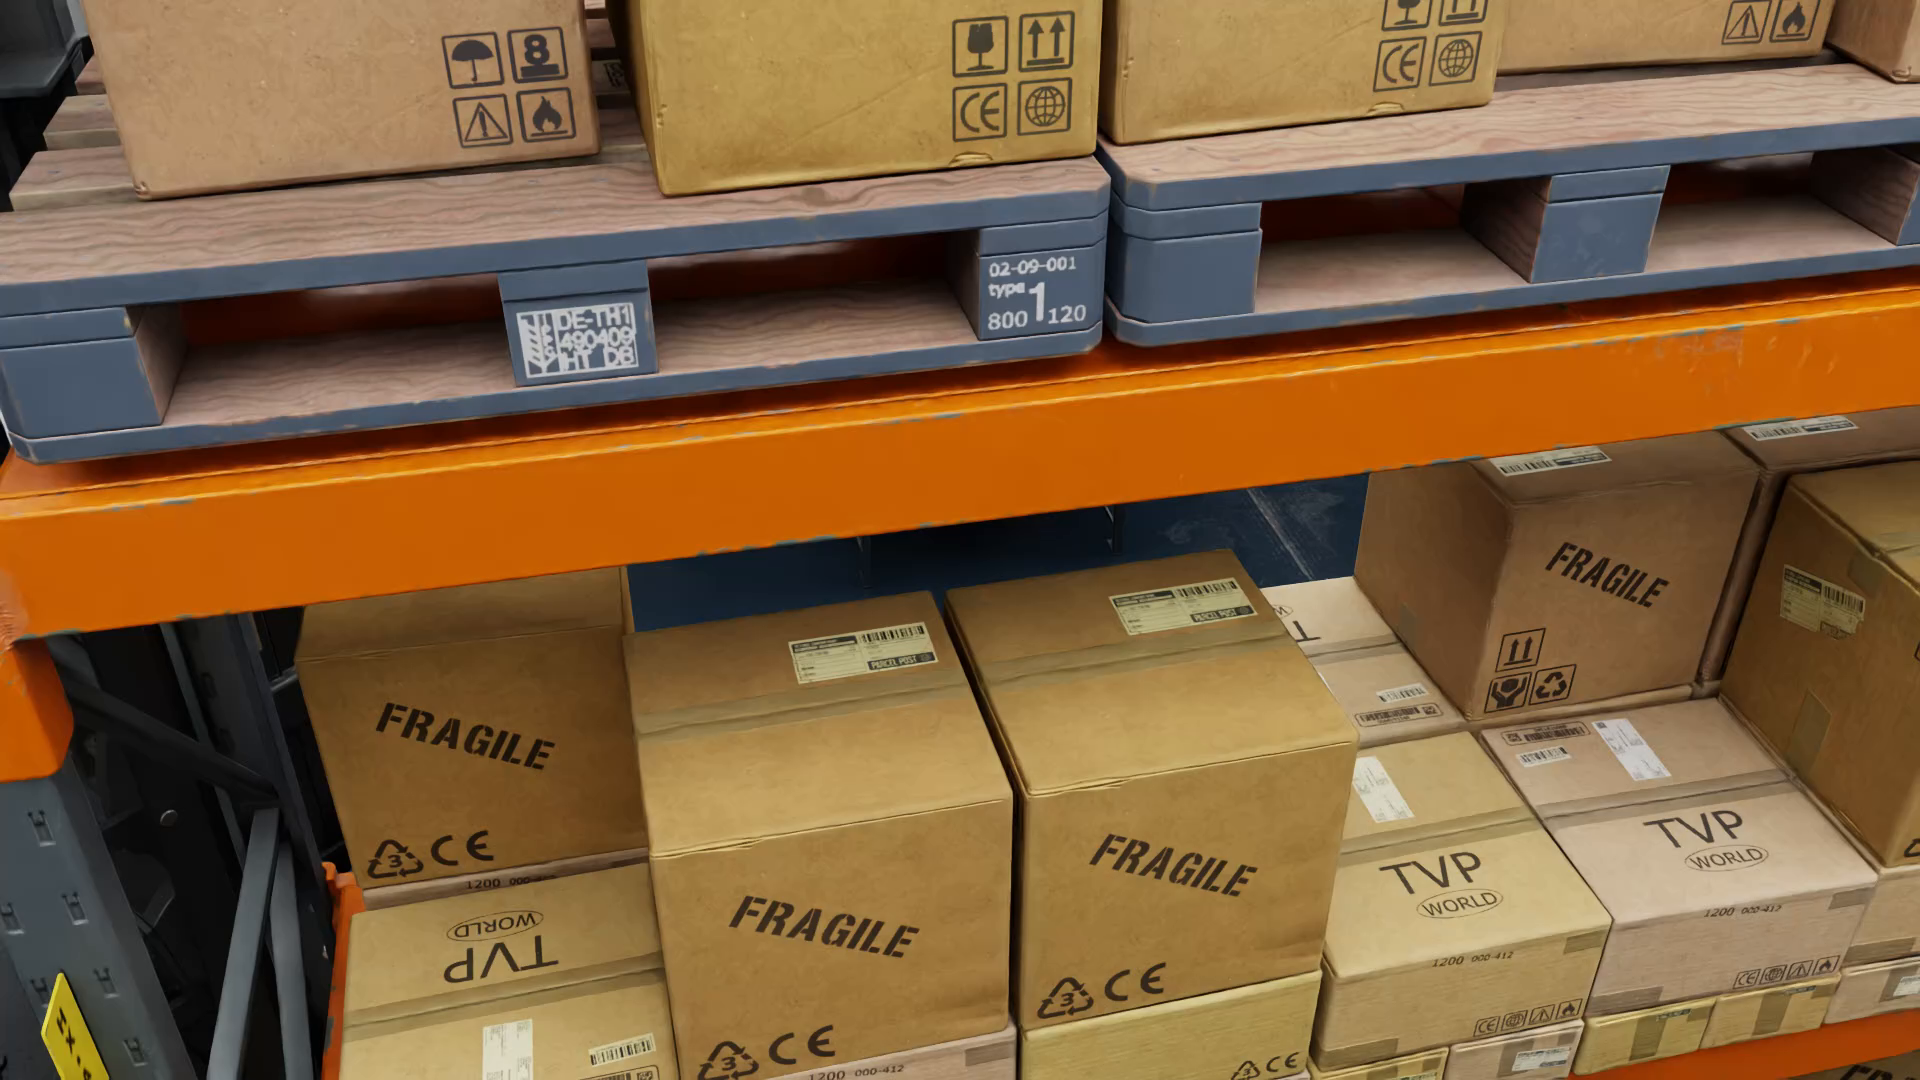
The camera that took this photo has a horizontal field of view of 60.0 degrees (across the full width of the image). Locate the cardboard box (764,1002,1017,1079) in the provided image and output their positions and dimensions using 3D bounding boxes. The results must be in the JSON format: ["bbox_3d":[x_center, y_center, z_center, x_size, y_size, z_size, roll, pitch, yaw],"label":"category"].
[{"bbox_3d":[-0.210,0.758,2.797,0.500,0.250,0.500,-8,35,-11],"label":"cardboard box"}]

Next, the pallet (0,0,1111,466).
[{"bbox_3d":[-0.522,-0.507,2.201,1.213,0.211,1.003,-7,35,-11],"label":"pallet"}]

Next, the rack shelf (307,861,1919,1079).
[{"bbox_3d":[0.707,0.851,3.435,4.000,0.370,1.077,-7,35,-11],"label":"rack shelf"}]

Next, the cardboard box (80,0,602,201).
[{"bbox_3d":[-0.748,-0.797,1.998,0.500,0.500,0.700,-9,35,-13],"label":"cardboard box"}]

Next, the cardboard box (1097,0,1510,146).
[{"bbox_3d":[0.321,-0.891,2.138,0.500,0.500,0.700,-9,35,-14],"label":"cardboard box"}]

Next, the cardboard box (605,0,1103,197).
[{"bbox_3d":[-0.173,-0.801,2.004,0.500,0.500,0.700,-8,35,-12],"label":"cardboard box"}]

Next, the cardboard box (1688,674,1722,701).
[{"bbox_3d":[1.655,0.219,3.599,0.500,0.250,0.500,-7,35,-11],"label":"cardboard box"}]

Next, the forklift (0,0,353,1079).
[{"bbox_3d":[-2.250,0.371,3.567,1.130,2.935,3.031,24,41,31],"label":"forklift"}]

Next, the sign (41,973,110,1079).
[{"bbox_3d":[-1.127,0.709,2.154,0.005,0.325,0.100,-7,35,-11],"label":"sign"}]

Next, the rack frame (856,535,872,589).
[{"bbox_3d":[-0.413,-0.571,6.255,0.032,1.500,0.500,-7,35,-11],"label":"rack frame"}]

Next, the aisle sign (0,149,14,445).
[{"bbox_3d":[-1.380,-0.435,2.373,0.004,0.787,0.394,-7,35,-11],"label":"aisle sign"}]

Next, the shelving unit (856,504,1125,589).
[{"bbox_3d":[0.083,-0.633,6.348,1.048,1.500,0.538,-7,35,-11],"label":"shelving unit"}]

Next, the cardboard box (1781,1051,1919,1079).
[{"bbox_3d":[1.996,1.052,4.020,0.875,0.875,0.875,-7,35,-11],"label":"cardboard box"}]

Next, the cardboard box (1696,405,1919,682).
[{"bbox_3d":[1.652,-0.089,3.386,0.500,0.500,0.500,-7,35,-11],"label":"cardboard box"}]

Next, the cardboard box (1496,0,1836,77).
[{"bbox_3d":[0.841,-1.016,2.325,0.500,0.500,0.700,-6,34,-8],"label":"cardboard box"}]

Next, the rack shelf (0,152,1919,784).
[{"bbox_3d":[0.707,-0.394,2.599,4.000,0.370,1.077,-7,35,-11],"label":"rack shelf"}]

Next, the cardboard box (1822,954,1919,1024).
[{"bbox_3d":[1.680,0.722,3.208,0.250,0.149,0.380,-7,34,-10],"label":"cardboard box"}]

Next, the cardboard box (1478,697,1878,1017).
[{"bbox_3d":[1.283,0.570,3.076,0.500,0.250,0.500,-7,34,-10],"label":"cardboard box"}]

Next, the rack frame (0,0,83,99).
[{"bbox_3d":[-1.244,-1.692,1.196,0.127,3.000,1.000,-7,35,-11],"label":"rack frame"}]

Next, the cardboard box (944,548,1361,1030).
[{"bbox_3d":[0.276,0.385,2.679,0.500,0.500,0.500,-8,35,-12],"label":"cardboard box"}]

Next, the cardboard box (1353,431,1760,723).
[{"bbox_3d":[1.146,-0.023,3.287,0.500,0.500,0.500,-8,35,-12],"label":"cardboard box"}]

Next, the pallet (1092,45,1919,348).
[{"bbox_3d":[0.670,-0.659,2.428,1.213,0.211,1.003,-7,35,-11],"label":"pallet"}]

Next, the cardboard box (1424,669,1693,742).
[{"bbox_3d":[1.151,0.286,3.499,0.500,0.250,0.500,-6,34,-9],"label":"cardboard box"}]

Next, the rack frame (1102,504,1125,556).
[{"bbox_3d":[0.579,-0.696,6.441,0.032,1.500,0.500,-7,35,-11],"label":"rack frame"}]

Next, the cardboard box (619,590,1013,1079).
[{"bbox_3d":[-0.228,0.452,2.579,0.500,0.500,0.500,-8,35,-12],"label":"cardboard box"}]

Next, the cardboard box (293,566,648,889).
[{"bbox_3d":[-0.827,0.223,2.920,0.500,0.500,0.500,-7,34,-10],"label":"cardboard box"}]

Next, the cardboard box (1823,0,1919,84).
[{"bbox_3d":[1.382,-1.004,2.305,0.500,0.500,0.700,-5,34,-8],"label":"cardboard box"}]

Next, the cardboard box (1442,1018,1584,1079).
[{"bbox_3d":[0.931,0.816,3.068,0.250,0.149,0.380,-7,34,-10],"label":"cardboard box"}]

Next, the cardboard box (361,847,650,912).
[{"bbox_3d":[-0.830,0.534,3.131,0.500,0.250,0.500,-8,35,-11],"label":"cardboard box"}]

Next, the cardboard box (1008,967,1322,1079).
[{"bbox_3d":[0.280,0.698,2.886,0.500,0.250,0.500,-8,35,-12],"label":"cardboard box"}]

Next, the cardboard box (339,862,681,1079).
[{"bbox_3d":[-0.716,0.825,2.696,0.500,0.250,0.500,-8,35,-12],"label":"cardboard box"}]
